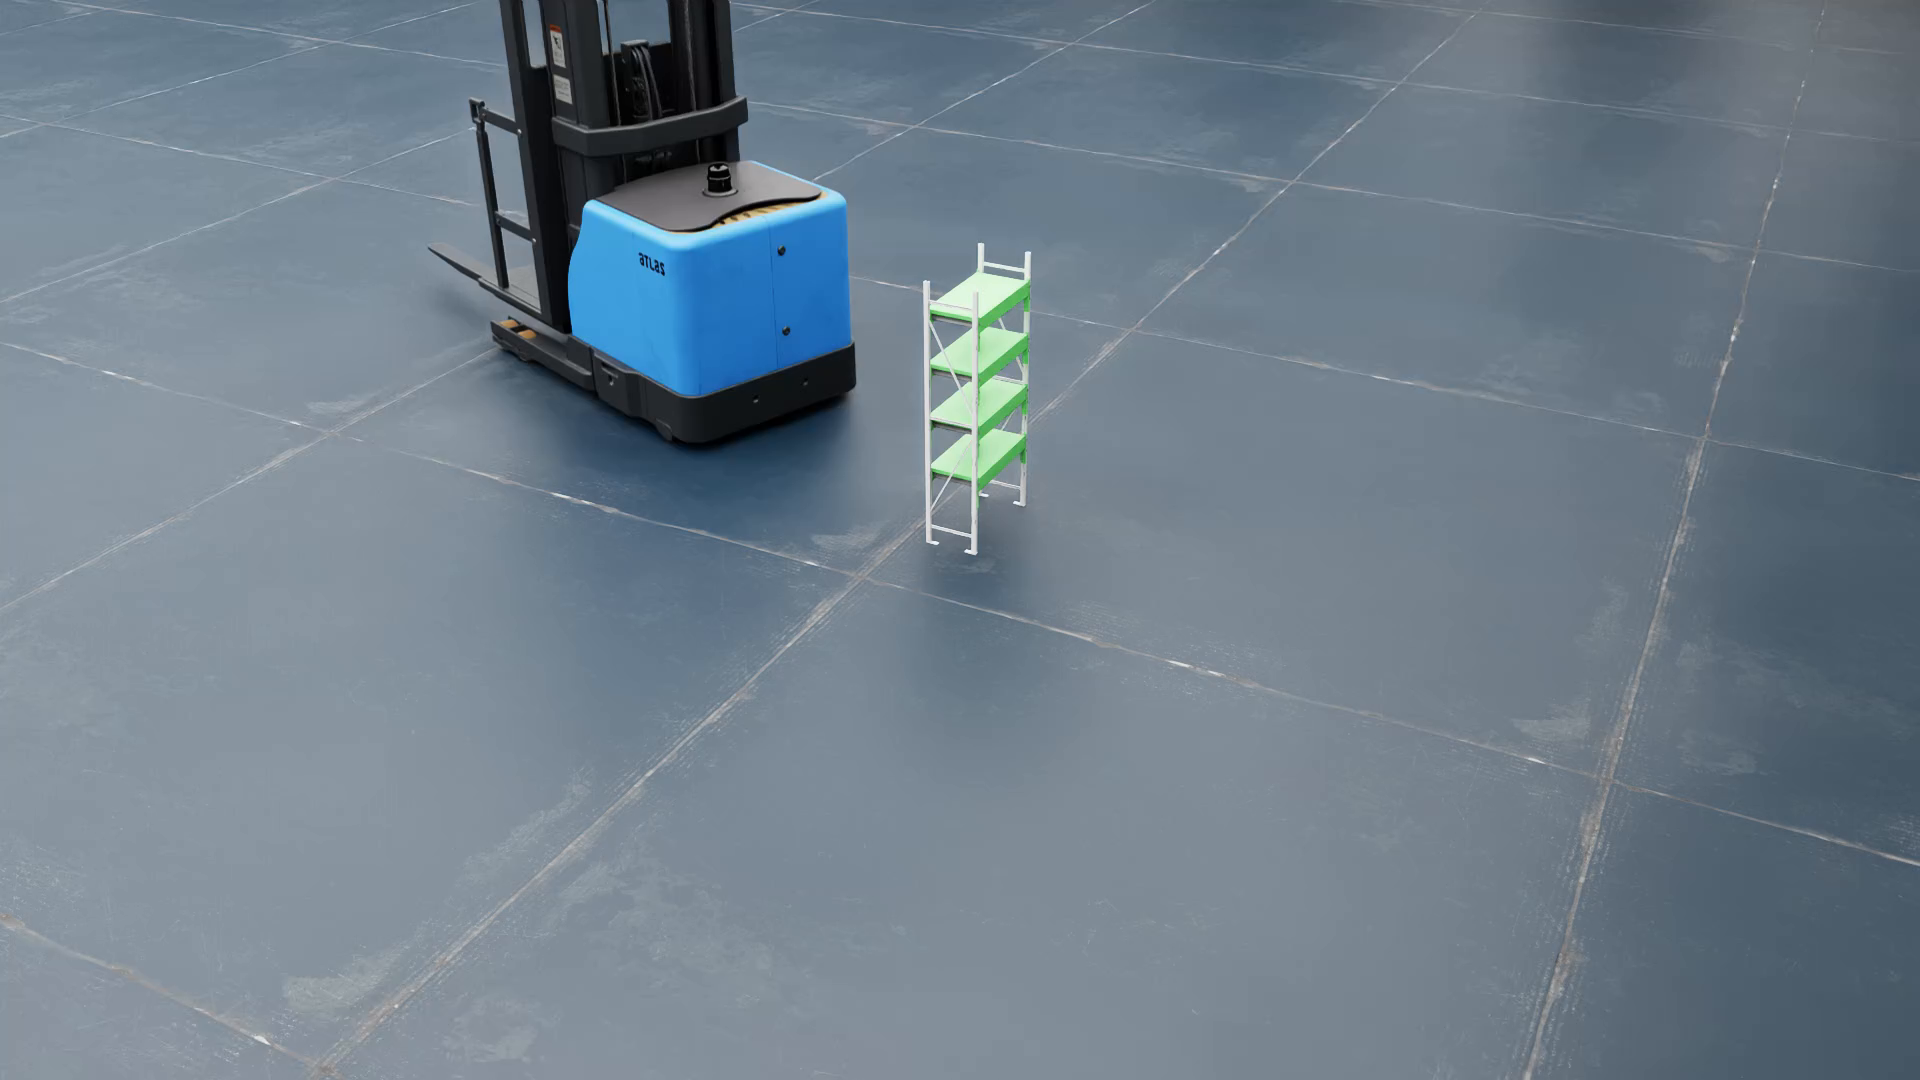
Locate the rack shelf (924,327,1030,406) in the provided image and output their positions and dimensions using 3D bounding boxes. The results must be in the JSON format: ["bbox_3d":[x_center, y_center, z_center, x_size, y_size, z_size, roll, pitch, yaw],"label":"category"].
[{"bbox_3d":[0.075,-0.746,6.991,0.258,0.148,0.480,14,33,23],"label":"rack shelf"}]

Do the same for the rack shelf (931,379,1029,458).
[{"bbox_3d":[0.075,-0.538,7.111,0.258,0.148,0.480,14,33,23],"label":"rack shelf"}]

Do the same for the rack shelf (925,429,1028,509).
[{"bbox_3d":[0.075,-0.330,7.230,0.258,0.148,0.480,14,33,23],"label":"rack shelf"}]

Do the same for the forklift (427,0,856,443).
[{"bbox_3d":[-1.893,-2.380,8.451,1.130,2.935,3.031,-24,38,-36],"label":"forklift"}]

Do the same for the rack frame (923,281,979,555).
[{"bbox_3d":[-0.036,-0.486,6.891,0.240,1.200,0.015,14,33,23],"label":"rack frame"}]

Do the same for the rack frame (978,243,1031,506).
[{"bbox_3d":[0.187,-0.702,7.267,0.240,1.200,0.015,14,33,23],"label":"rack frame"}]

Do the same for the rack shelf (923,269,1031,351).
[{"bbox_3d":[0.075,-0.955,6.872,0.258,0.148,0.480,14,33,23],"label":"rack shelf"}]

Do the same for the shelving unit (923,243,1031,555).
[{"bbox_3d":[0.075,-0.594,7.079,0.258,1.200,0.503,14,33,23],"label":"shelving unit"}]
